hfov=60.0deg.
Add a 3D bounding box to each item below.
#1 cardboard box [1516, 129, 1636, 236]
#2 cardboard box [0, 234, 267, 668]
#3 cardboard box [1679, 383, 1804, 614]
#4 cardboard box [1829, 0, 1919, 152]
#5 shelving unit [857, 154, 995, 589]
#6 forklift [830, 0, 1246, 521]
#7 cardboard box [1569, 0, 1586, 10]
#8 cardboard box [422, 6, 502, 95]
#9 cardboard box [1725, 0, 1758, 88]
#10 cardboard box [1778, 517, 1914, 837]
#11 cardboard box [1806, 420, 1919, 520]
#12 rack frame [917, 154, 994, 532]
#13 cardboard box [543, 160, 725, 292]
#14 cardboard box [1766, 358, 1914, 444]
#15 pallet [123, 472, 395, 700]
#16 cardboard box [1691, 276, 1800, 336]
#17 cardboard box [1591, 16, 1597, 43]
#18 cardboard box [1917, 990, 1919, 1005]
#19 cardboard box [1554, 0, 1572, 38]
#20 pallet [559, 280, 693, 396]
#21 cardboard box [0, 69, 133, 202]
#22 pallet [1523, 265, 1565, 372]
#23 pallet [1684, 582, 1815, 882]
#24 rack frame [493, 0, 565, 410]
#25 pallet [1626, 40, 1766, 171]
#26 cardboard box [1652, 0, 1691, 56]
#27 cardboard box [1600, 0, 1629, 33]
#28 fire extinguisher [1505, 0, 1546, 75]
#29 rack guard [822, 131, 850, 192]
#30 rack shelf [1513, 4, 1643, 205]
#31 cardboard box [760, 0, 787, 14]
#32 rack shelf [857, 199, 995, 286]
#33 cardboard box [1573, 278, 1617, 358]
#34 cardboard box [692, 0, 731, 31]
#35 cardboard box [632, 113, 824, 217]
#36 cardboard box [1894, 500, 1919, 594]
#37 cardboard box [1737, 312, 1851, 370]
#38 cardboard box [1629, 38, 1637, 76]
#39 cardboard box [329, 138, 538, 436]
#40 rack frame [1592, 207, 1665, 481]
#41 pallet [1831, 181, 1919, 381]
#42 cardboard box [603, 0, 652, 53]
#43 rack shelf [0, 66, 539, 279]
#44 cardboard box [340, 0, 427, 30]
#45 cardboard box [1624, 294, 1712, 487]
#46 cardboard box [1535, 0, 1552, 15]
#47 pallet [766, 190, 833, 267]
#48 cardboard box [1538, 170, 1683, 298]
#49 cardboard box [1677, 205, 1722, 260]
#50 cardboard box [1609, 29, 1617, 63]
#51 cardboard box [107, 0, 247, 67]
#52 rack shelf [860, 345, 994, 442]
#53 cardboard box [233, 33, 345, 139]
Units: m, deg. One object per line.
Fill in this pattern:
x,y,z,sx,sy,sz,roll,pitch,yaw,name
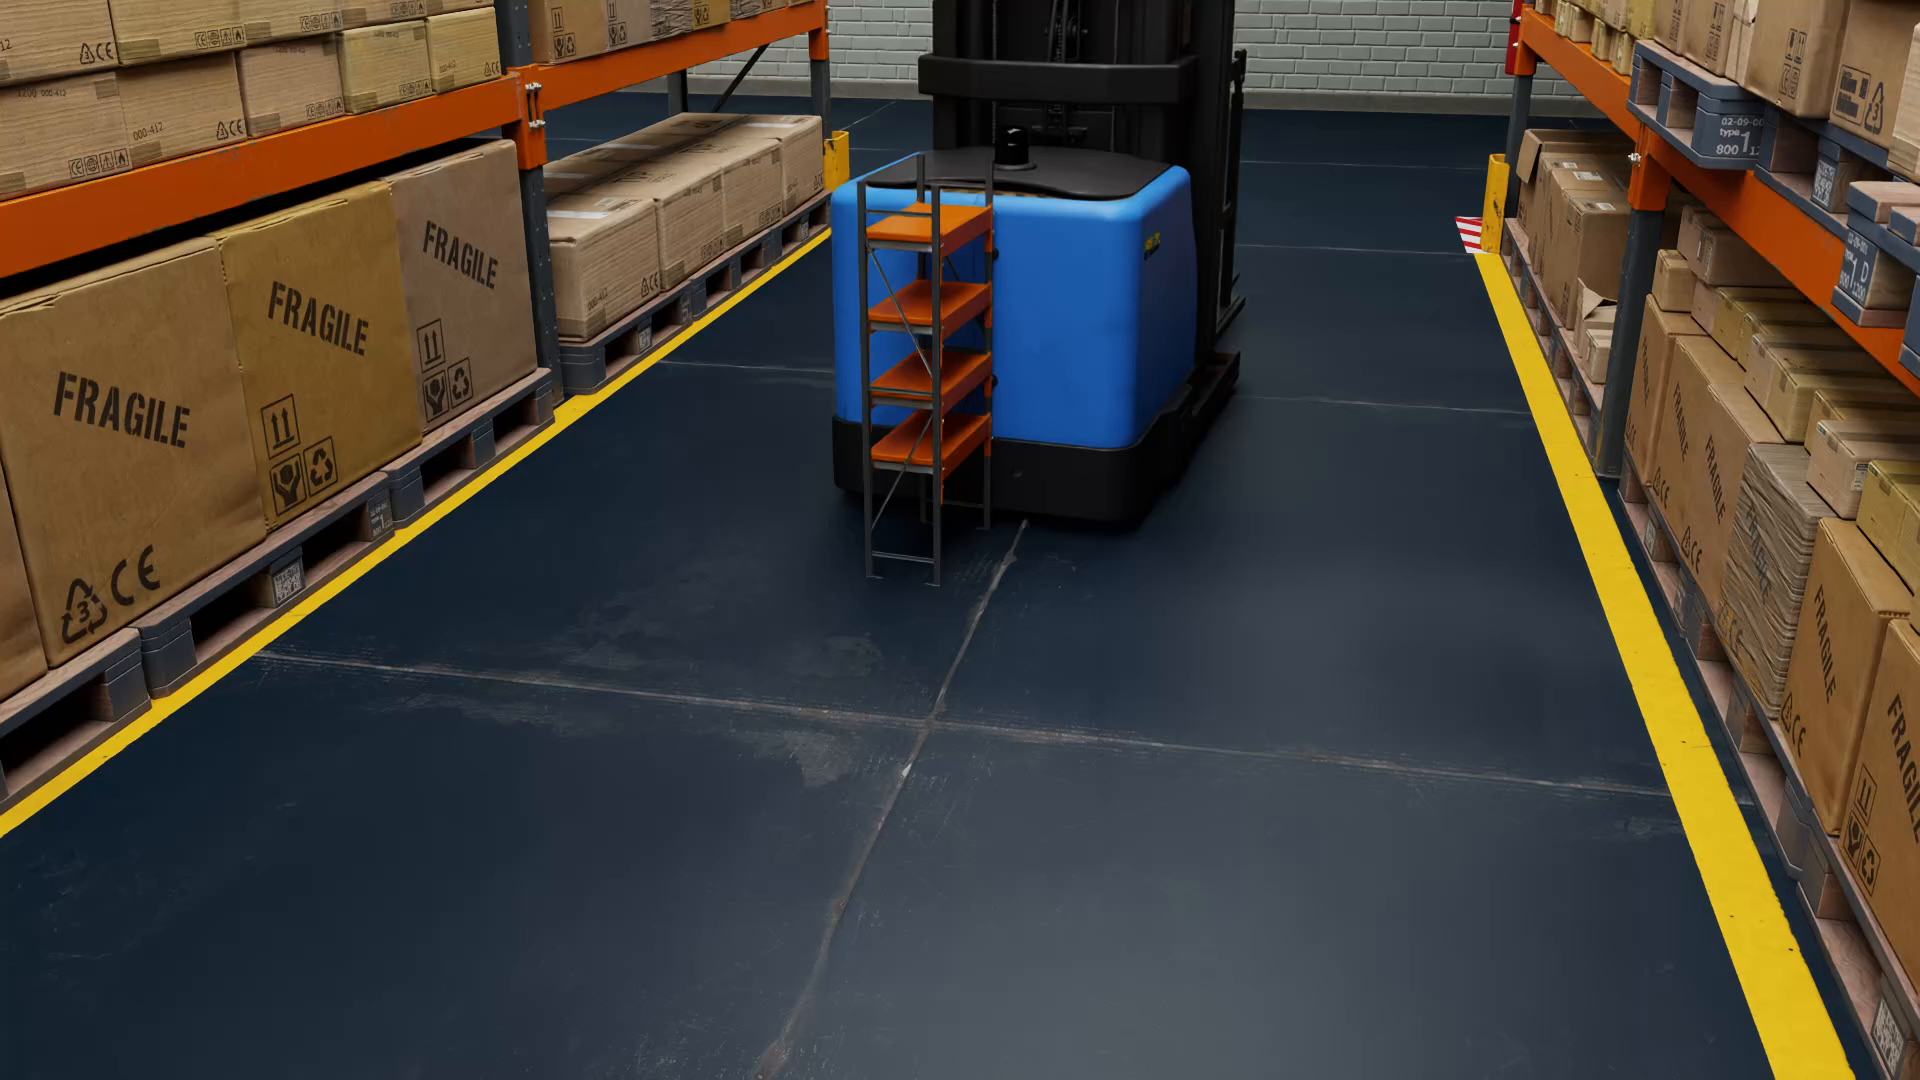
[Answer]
3.354,-1.873,8.768,0.797,0.503,0.637,4,22,9,cardboard box
-2.512,-0.285,4.329,0.875,0.875,0.875,5,22,12,cardboard box
2.232,-0.088,4.340,0.500,0.500,0.500,4,22,9,cardboard box
2.092,-0.981,3.073,0.797,0.503,0.637,4,22,10,cardboard box
-0.093,-0.514,5.023,0.258,1.200,0.503,7,23,17,shelving unit
0.524,-1.941,6.249,1.130,2.935,3.031,7,23,17,forklift
2.929,-2.417,7.142,0.500,0.250,0.500,4,22,10,cardboard box
-1.949,-1.714,5.795,0.500,0.250,0.500,4,22,10,cardboard box
2.097,-1.243,4.043,0.396,0.266,0.258,6,23,14,cardboard box
2.032,0.293,3.395,0.500,0.500,0.500,5,23,13,cardboard box
2.090,-0.146,3.616,0.380,0.149,0.250,3,22,8,cardboard box
-0.015,-0.600,5.238,0.240,1.200,0.015,7,23,17,rack frame
-1.689,-1.522,7.985,0.875,0.438,0.875,4,22,9,cardboard box
2.217,-0.333,4.080,0.380,0.149,0.250,5,23,13,cardboard box
-2.435,0.062,4.917,1.003,0.211,1.213,4,22,11,pallet
2.441,-0.708,5.011,0.380,0.149,0.250,4,22,9,cardboard box
2.906,-2.172,7.068,0.380,0.149,0.250,4,22,11,cardboard box
1.815,0.667,2.466,0.500,0.500,0.500,5,22,12,cardboard box
2.925,-2.369,7.558,0.380,0.149,0.250,4,22,9,cardboard box
-1.872,-0.945,7.418,1.003,0.211,1.213,4,22,11,pallet
-2.374,-0.975,3.959,0.500,0.250,0.500,5,23,13,cardboard box
3.144,-0.995,7.541,1.003,0.211,1.213,4,22,11,pallet
2.380,0.452,3.950,1.003,0.211,1.213,4,22,11,pallet
-2.104,-1.967,6.222,1.000,3.000,0.127,4,22,11,rack frame
2.486,-1.217,4.616,1.003,0.211,1.213,4,22,11,pallet
2.438,-1.671,4.792,0.700,0.500,0.500,5,22,12,cardboard box
2.709,-2.047,6.224,0.500,0.250,0.500,5,22,11,cardboard box
3.150,-2.933,9.223,0.296,0.674,0.183,4,22,11,fire extinguisher
-1.283,-2.279,10.343,1.175,0.500,0.348,4,22,11,rack guard
3.164,-1.987,7.236,1.077,0.370,4.000,4,22,11,rack shelf
-1.245,-3.097,8.894,0.500,0.500,0.500,4,22,10,cardboard box
-0.093,-0.878,4.876,0.258,0.148,0.480,7,23,17,rack shelf
2.655,-0.873,6.604,0.396,0.266,0.258,5,23,13,cardboard box
-1.433,-2.718,7.954,0.500,0.500,0.500,5,22,13,cardboard box
-1.325,-2.187,9.636,0.875,0.438,0.875,4,22,9,cardboard box
2.013,0.049,3.133,0.380,0.149,0.250,5,22,12,cardboard box
2.357,-0.512,4.525,0.380,0.149,0.250,4,22,10,cardboard box
2.605,-1.706,5.910,0.380,0.149,0.250,5,22,12,cardboard box
-2.152,-0.943,5.962,0.875,0.875,0.875,5,23,13,cardboard box
2.756,-1.590,5.286,1.000,3.000,0.127,4,22,11,rack frame
2.009,-0.291,2.318,1.213,0.211,1.003,4,22,11,pallet
-1.645,-2.348,7.036,0.500,0.500,0.500,5,22,11,cardboard box
-2.512,-0.902,4.540,1.077,0.370,4.000,4,22,11,rack shelf
-2.051,-1.766,5.255,0.500,0.250,0.500,5,22,12,cardboard box
2.437,-0.465,5.277,0.500,0.500,0.500,5,23,13,cardboard box
3.236,-2.837,8.718,0.380,0.149,0.250,4,22,11,cardboard box
-1.375,-1.838,9.634,1.003,0.211,1.213,4,22,11,pallet
2.936,-1.376,7.539,0.500,0.500,0.500,5,22,12,cardboard box
2.481,-0.948,5.210,0.380,0.149,0.250,4,22,10,cardboard box
2.715,-1.897,6.384,0.380,0.149,0.250,5,22,12,cardboard box
-2.239,-1.387,4.315,0.500,0.250,0.500,5,22,12,cardboard box
-0.093,-0.451,5.048,0.258,0.148,0.480,7,23,17,rack shelf
-2.176,-1.345,4.878,0.500,0.250,0.500,4,22,9,cardboard box
